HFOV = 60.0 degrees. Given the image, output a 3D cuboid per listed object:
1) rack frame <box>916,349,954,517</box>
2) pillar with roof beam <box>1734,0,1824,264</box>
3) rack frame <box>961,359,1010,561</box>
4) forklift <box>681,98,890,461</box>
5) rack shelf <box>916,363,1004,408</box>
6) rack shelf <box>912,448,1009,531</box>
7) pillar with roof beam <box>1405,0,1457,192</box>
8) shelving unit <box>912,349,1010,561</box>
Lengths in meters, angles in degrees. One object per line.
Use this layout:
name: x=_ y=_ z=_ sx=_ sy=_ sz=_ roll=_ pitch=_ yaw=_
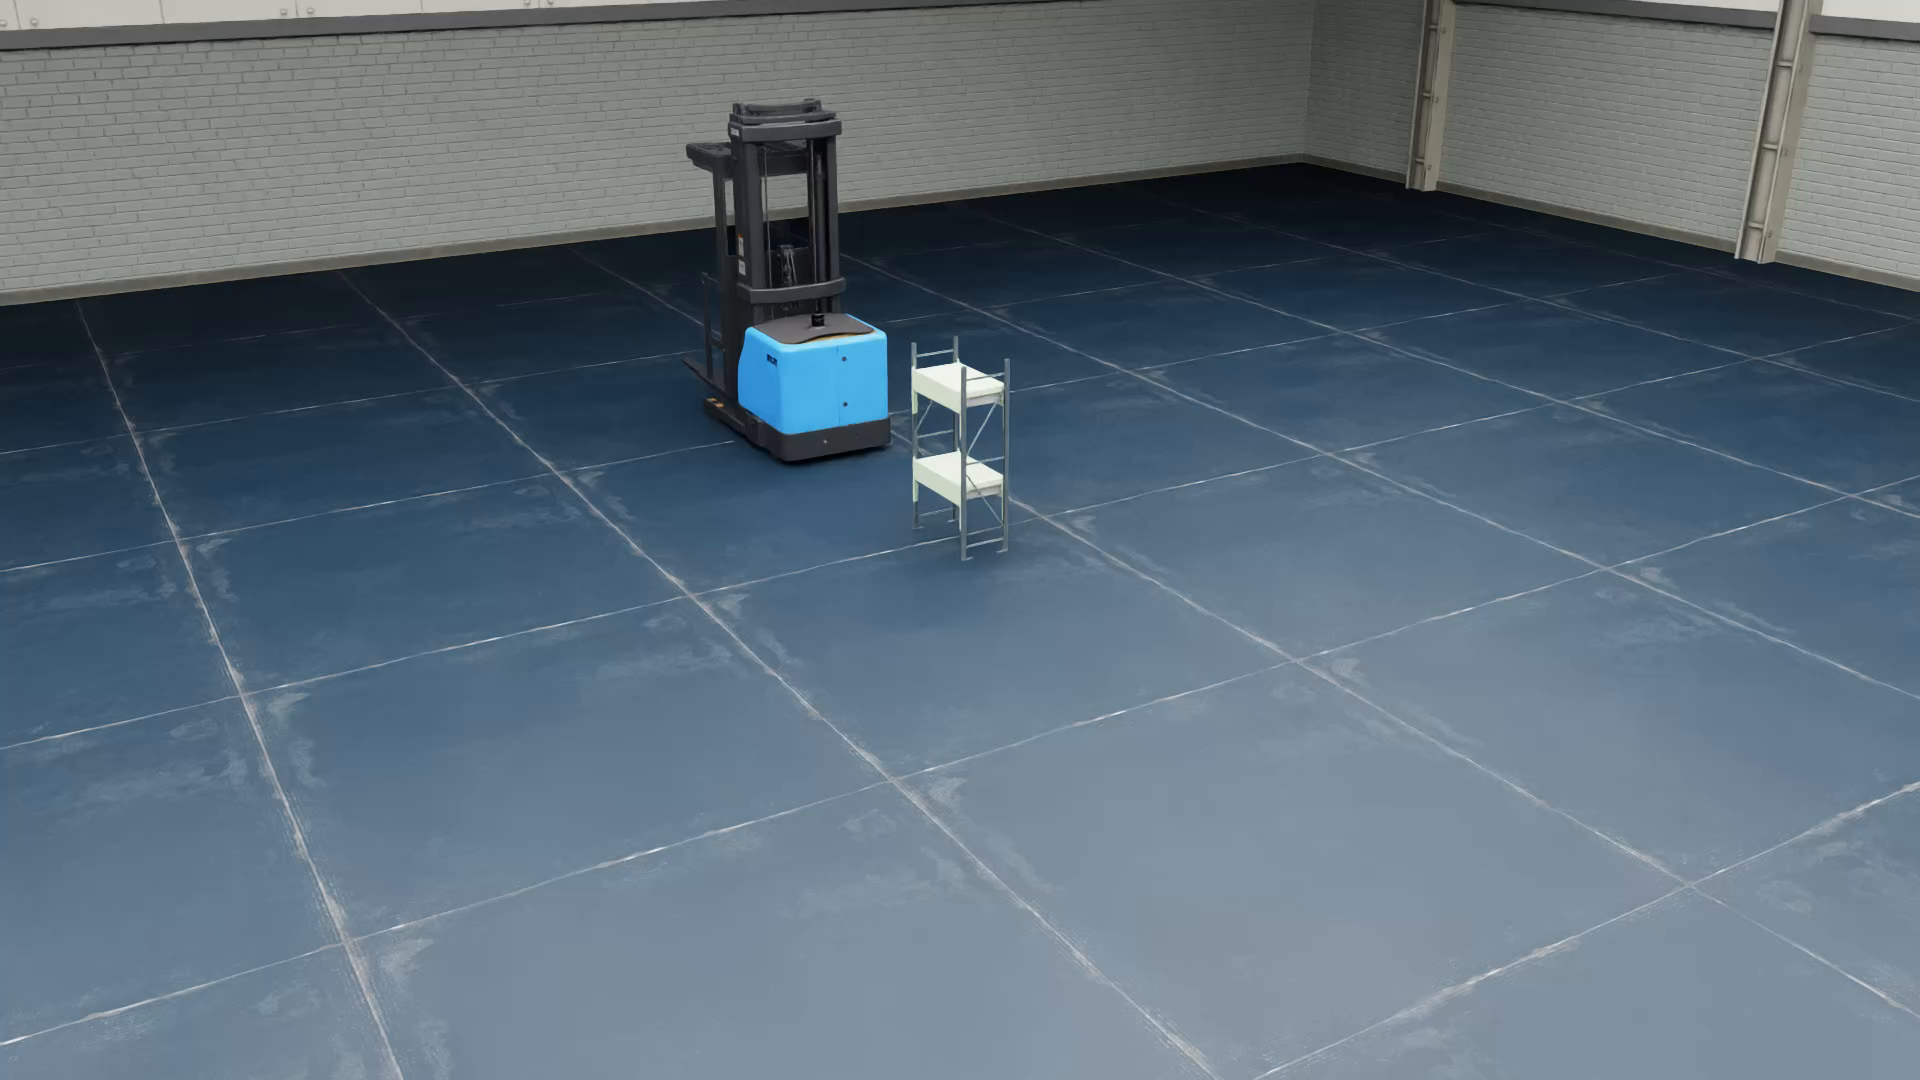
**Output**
rack frame: x=-0.192 y=-0.815 z=12.825 sx=0.380 sy=1.308 sz=0.010 roll=-13 pitch=25 yaw=-28
pillar with roof beam: x=6.757 y=-7.029 z=18.153 sx=9.100 sy=9.000 sz=0.400 roll=-13 pitch=25 yaw=-28
rack frame: x=0.184 y=-0.578 z=12.243 sx=0.400 sy=1.500 sz=0.023 roll=-13 pitch=25 yaw=-28
forklift: x=-1.778 y=-2.550 z=15.192 sx=1.130 sy=2.935 sz=3.031 roll=-12 pitch=25 yaw=-27
rack shelf: x=-0.003 y=-1.149 z=12.351 sx=0.368 sy=0.124 sz=0.686 roll=-13 pitch=25 yaw=-28
rack shelf: x=-0.003 y=-0.395 z=12.657 sx=0.431 sy=0.370 sz=0.720 roll=-13 pitch=25 yaw=-28
pillar with roof beam: x=3.692 y=-8.971 z=22.932 sx=9.100 sy=9.000 sz=0.400 roll=-13 pitch=25 yaw=-28
shelving unit: x=-0.002 y=-0.696 z=12.532 sx=0.431 sy=1.500 sz=0.748 roll=-13 pitch=25 yaw=-28
